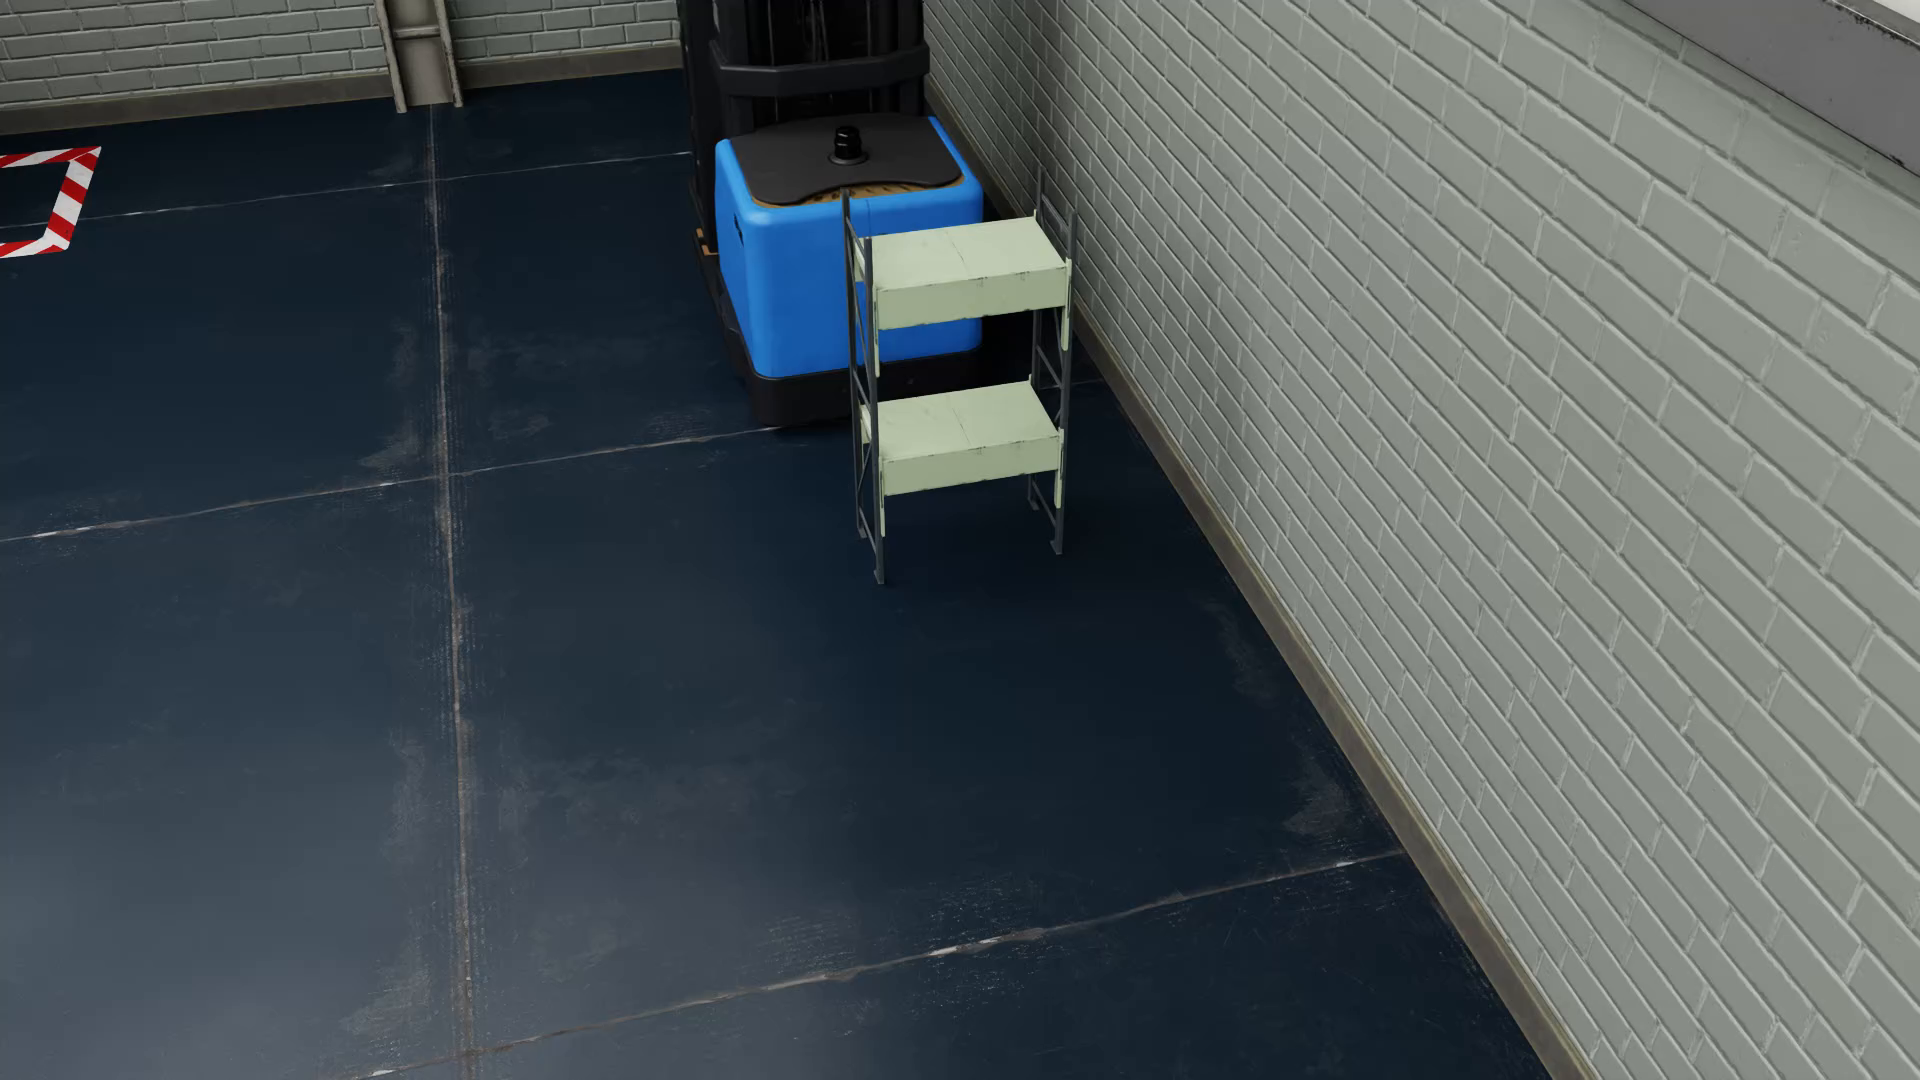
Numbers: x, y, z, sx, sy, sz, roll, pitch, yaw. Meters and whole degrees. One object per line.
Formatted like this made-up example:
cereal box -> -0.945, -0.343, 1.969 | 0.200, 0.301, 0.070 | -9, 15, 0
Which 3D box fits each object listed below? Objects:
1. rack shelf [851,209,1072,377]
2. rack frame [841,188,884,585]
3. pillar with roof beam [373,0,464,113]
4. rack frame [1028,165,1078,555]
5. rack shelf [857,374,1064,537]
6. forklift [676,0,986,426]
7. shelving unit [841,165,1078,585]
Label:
rack shelf -> -0.006, -0.905, 6.056 | 0.720, 0.370, 0.431 | -9, 38, -12
rack frame -> -0.360, -0.537, 6.217 | 0.023, 1.500, 0.400 | -9, 38, -12
pillar with roof beam -> -2.163, -3.780, 4.285 | 0.400, 9.000, 9.100 | -9, 38, -12
rack frame -> 0.347, -0.653, 6.369 | 0.023, 1.500, 0.400 | -9, 38, -12
rack shelf -> -0.006, -0.336, 6.491 | 0.720, 0.370, 0.431 | -9, 38, -12
forklift -> -0.772, -2.563, 7.687 | 1.130, 2.935, 3.031 | -10, 38, -12
shelving unit -> -0.006, -0.595, 6.293 | 0.755, 1.500, 0.431 | -9, 38, -12
